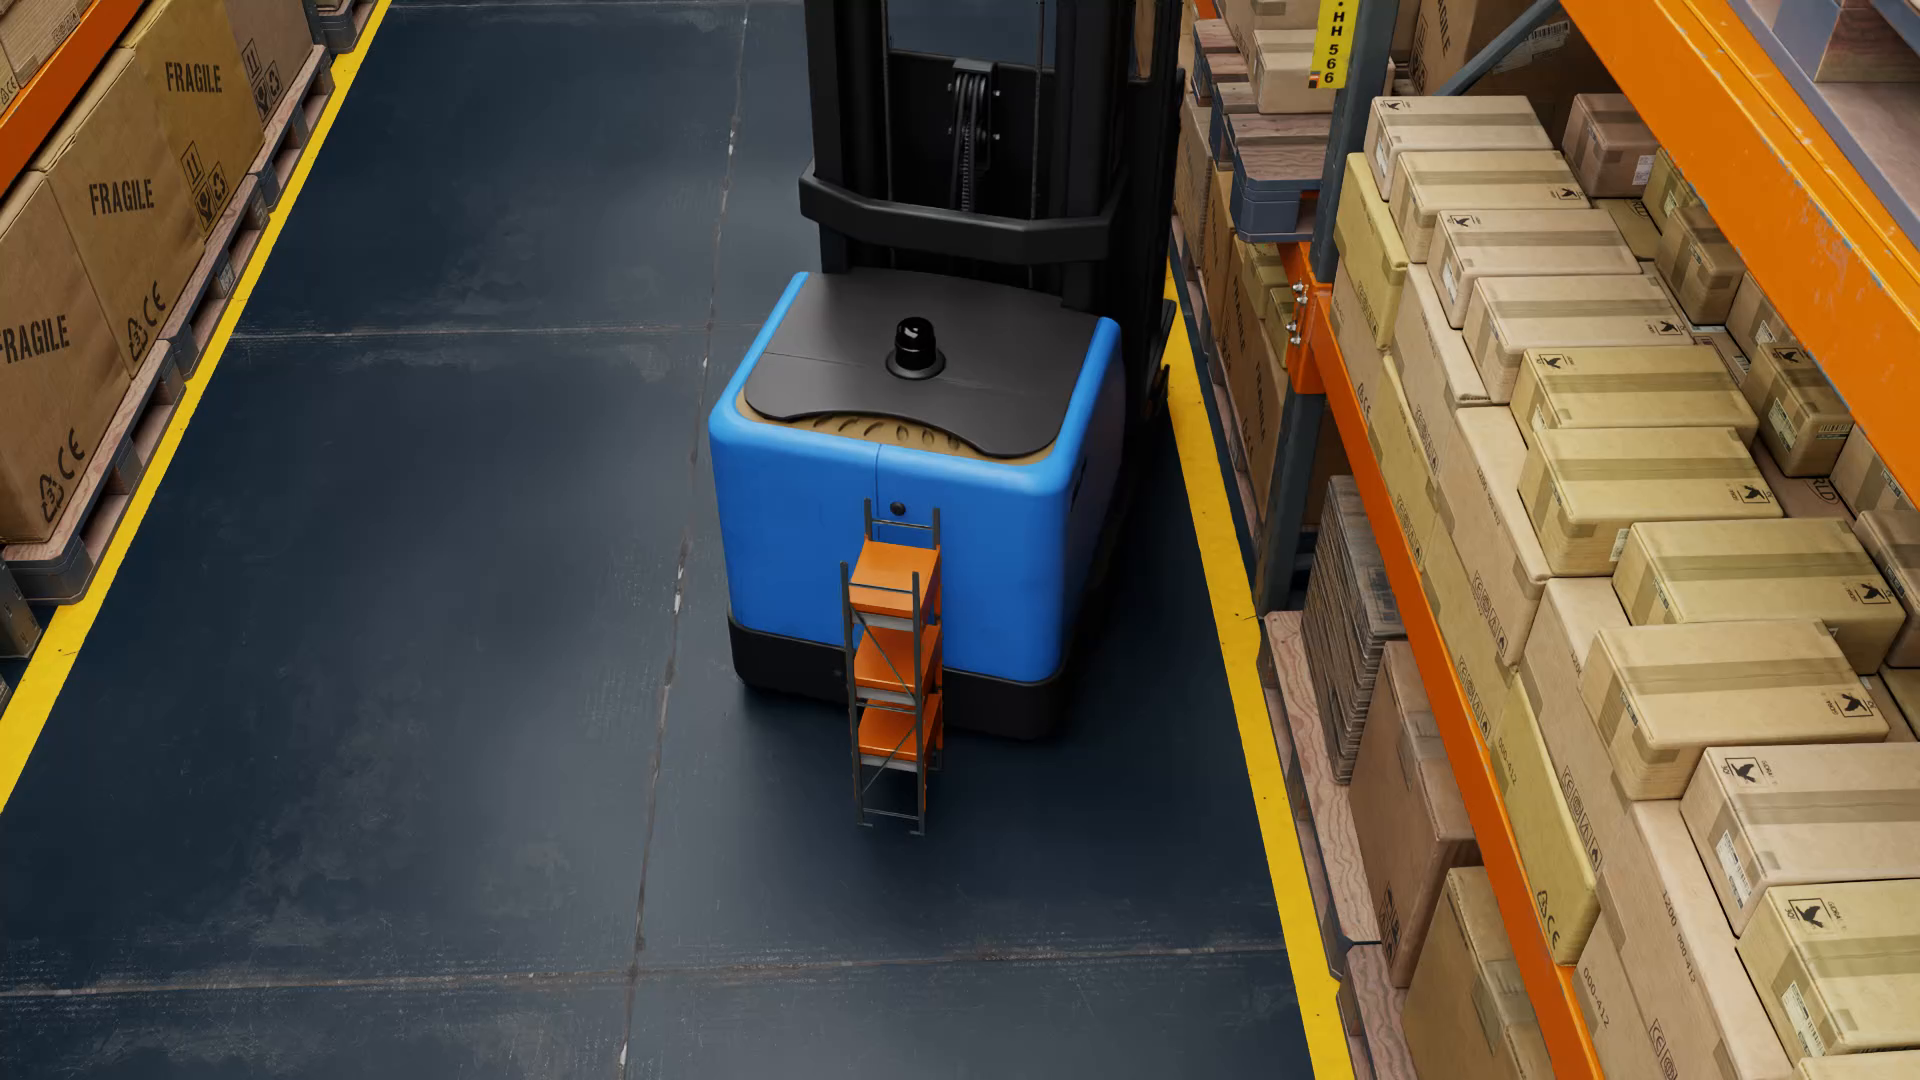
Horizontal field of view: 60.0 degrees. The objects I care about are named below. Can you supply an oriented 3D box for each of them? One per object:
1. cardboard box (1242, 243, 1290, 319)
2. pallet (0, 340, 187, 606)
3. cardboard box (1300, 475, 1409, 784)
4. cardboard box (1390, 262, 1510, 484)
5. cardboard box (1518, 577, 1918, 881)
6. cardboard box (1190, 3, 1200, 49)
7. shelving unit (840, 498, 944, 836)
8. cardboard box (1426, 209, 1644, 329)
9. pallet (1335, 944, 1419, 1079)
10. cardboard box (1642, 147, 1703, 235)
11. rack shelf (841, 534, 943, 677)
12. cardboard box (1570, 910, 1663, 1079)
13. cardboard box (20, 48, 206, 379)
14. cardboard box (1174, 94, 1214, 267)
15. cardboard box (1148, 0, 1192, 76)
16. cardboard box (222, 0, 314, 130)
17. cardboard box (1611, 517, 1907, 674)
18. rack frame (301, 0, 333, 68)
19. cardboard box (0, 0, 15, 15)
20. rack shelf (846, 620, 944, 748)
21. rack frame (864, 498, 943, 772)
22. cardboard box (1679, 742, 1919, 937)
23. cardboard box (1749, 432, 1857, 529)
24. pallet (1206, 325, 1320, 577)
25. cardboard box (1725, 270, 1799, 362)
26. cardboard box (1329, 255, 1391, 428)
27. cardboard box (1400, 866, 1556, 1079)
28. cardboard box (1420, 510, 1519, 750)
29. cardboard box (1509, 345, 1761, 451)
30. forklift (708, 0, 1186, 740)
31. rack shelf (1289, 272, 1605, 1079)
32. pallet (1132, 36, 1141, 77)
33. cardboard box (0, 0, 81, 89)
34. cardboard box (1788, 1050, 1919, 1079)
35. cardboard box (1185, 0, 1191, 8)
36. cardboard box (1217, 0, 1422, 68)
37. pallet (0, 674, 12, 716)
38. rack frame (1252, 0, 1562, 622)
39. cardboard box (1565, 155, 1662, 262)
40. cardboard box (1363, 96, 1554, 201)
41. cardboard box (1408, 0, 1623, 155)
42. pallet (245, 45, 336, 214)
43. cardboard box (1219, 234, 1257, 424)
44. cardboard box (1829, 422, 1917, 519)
[{"bbox_3d":[1.159,-0.875,5.543,0.380,0.149,0.250,-4,43,-4],"label":"cardboard box"},{"bbox_3d":[-3.442,-0.254,5.871,1.003,0.211,1.213,-2,43,-2],"label":"pallet"},{"bbox_3d":[1.488,0.249,4.705,0.875,0.625,0.625,0,43,0],"label":"cardboard box"},{"bbox_3d":[1.270,-0.377,3.682,0.500,0.250,0.500,0,43,0],"label":"cardboard box"},{"bbox_3d":[1.321,0.321,2.921,0.500,0.250,0.500,-1,43,-1],"label":"cardboard box"},{"bbox_3d":[1.165,-2.104,6.884,0.380,0.149,0.250,-2,43,-2],"label":"cardboard box"},{"bbox_3d":[-0.175,0.374,4.565,0.215,1.050,0.252,8,43,8],"label":"shelving unit"},{"bbox_3d":[1.244,-0.592,3.622,0.380,0.149,0.250,-1,43,-1],"label":"cardboard box"},{"bbox_3d":[1.520,1.514,3.942,1.003,0.211,1.213,-2,43,-2],"label":"pallet"},{"bbox_3d":[1.814,-0.781,3.829,0.380,0.149,0.250,-1,43,-1],"label":"cardboard box"},{"bbox_3d":[-0.175,0.172,4.381,0.215,0.259,0.240,8,43,8],"label":"rack shelf"},{"bbox_3d":[1.345,0.855,2.708,0.500,0.250,0.500,-1,43,-2],"label":"cardboard box"},{"bbox_3d":[-3.464,-1.190,6.090,0.875,0.875,0.875,-1,43,-1],"label":"cardboard box"},{"bbox_3d":[1.166,-1.447,6.648,0.500,0.500,0.500,-3,43,-3],"label":"cardboard box"},{"bbox_3d":[1.134,-2.134,7.398,0.500,0.500,0.500,-2,43,-2],"label":"cardboard box"},{"bbox_3d":[-3.547,-2.403,7.414,0.875,0.875,0.875,0,43,0],"label":"cardboard box"},{"bbox_3d":[1.368,0.099,2.868,0.380,0.149,0.250,-2,43,-2],"label":"cardboard box"},{"bbox_3d":[-3.653,-3.448,7.292,1.000,3.000,0.127,-2,43,-2],"label":"rack frame"},{"bbox_3d":[-3.288,-1.912,5.357,0.500,0.250,0.500,-2,43,-2],"label":"cardboard box"},{"bbox_3d":[-0.175,0.381,4.573,0.215,0.259,0.240,8,43,8],"label":"rack shelf"},{"bbox_3d":[-0.151,0.293,4.654,0.200,1.050,0.008,8,43,8],"label":"rack frame"},{"bbox_3d":[1.325,0.446,2.490,0.380,0.149,0.250,-1,43,-1],"label":"cardboard box"},{"bbox_3d":[1.814,-0.043,3.318,0.500,0.250,0.500,-2,43,-2],"label":"cardboard box"},{"bbox_3d":[1.482,-0.370,5.997,1.003,0.211,1.213,-2,43,-2],"label":"pallet"},{"bbox_3d":[1.844,-0.441,3.457,0.380,0.149,0.250,-2,43,-3],"label":"cardboard box"},{"bbox_3d":[1.250,-0.531,4.220,0.500,0.250,0.500,-1,43,-2],"label":"cardboard box"},{"bbox_3d":[1.553,1.145,3.728,0.875,0.625,0.625,-3,43,-4],"label":"cardboard box"},{"bbox_3d":[1.295,0.156,3.470,0.500,0.250,0.500,-3,43,-3],"label":"cardboard box"},{"bbox_3d":[1.308,-0.247,3.246,0.380,0.149,0.250,-1,43,-1],"label":"cardboard box"},{"bbox_3d":[0.163,-1.492,5.208,1.130,2.935,3.031,10,43,11],"label":"forklift"},{"bbox_3d":[1.560,0.723,3.274,1.077,0.370,4.000,-2,43,-2],"label":"rack shelf"},{"bbox_3d":[1.378,-2.017,7.794,1.003,0.211,1.213,-2,43,-2],"label":"pallet"},{"bbox_3d":[-3.309,-1.731,5.529,0.500,0.250,0.500,0,43,0],"label":"cardboard box"},{"bbox_3d":[1.278,0.793,2.111,0.380,0.149,0.250,-3,43,-3],"label":"cardboard box"},{"bbox_3d":[1.166,-2.458,7.271,0.380,0.149,0.250,-4,43,-4],"label":"cardboard box"},{"bbox_3d":[1.107,-1.695,5.180,0.500,0.250,0.500,-3,43,-4],"label":"cardboard box"},{"bbox_3d":[-3.452,0.808,4.712,1.003,0.211,1.213,-2,43,-2],"label":"pallet"},{"bbox_3d":[1.475,-0.893,4.504,1.000,3.000,0.127,-2,43,-2],"label":"rack frame"},{"bbox_3d":[1.772,-0.726,4.064,0.500,0.250,0.500,-1,43,-1],"label":"cardboard box"},{"bbox_3d":[1.195,-0.945,4.007,0.380,0.149,0.250,0,43,-1],"label":"cardboard box"},{"bbox_3d":[1.610,-1.436,4.712,0.500,0.500,0.500,0,43,0],"label":"cardboard box"},{"bbox_3d":[-3.545,-1.901,7.668,1.003,0.211,1.213,-2,43,-2],"label":"pallet"},{"bbox_3d":[1.232,-0.744,5.880,0.500,0.500,0.500,-2,43,-2],"label":"cardboard box"},{"bbox_3d":[1.872,-0.096,3.081,0.380,0.149,0.250,-2,43,-2],"label":"cardboard box"}]
